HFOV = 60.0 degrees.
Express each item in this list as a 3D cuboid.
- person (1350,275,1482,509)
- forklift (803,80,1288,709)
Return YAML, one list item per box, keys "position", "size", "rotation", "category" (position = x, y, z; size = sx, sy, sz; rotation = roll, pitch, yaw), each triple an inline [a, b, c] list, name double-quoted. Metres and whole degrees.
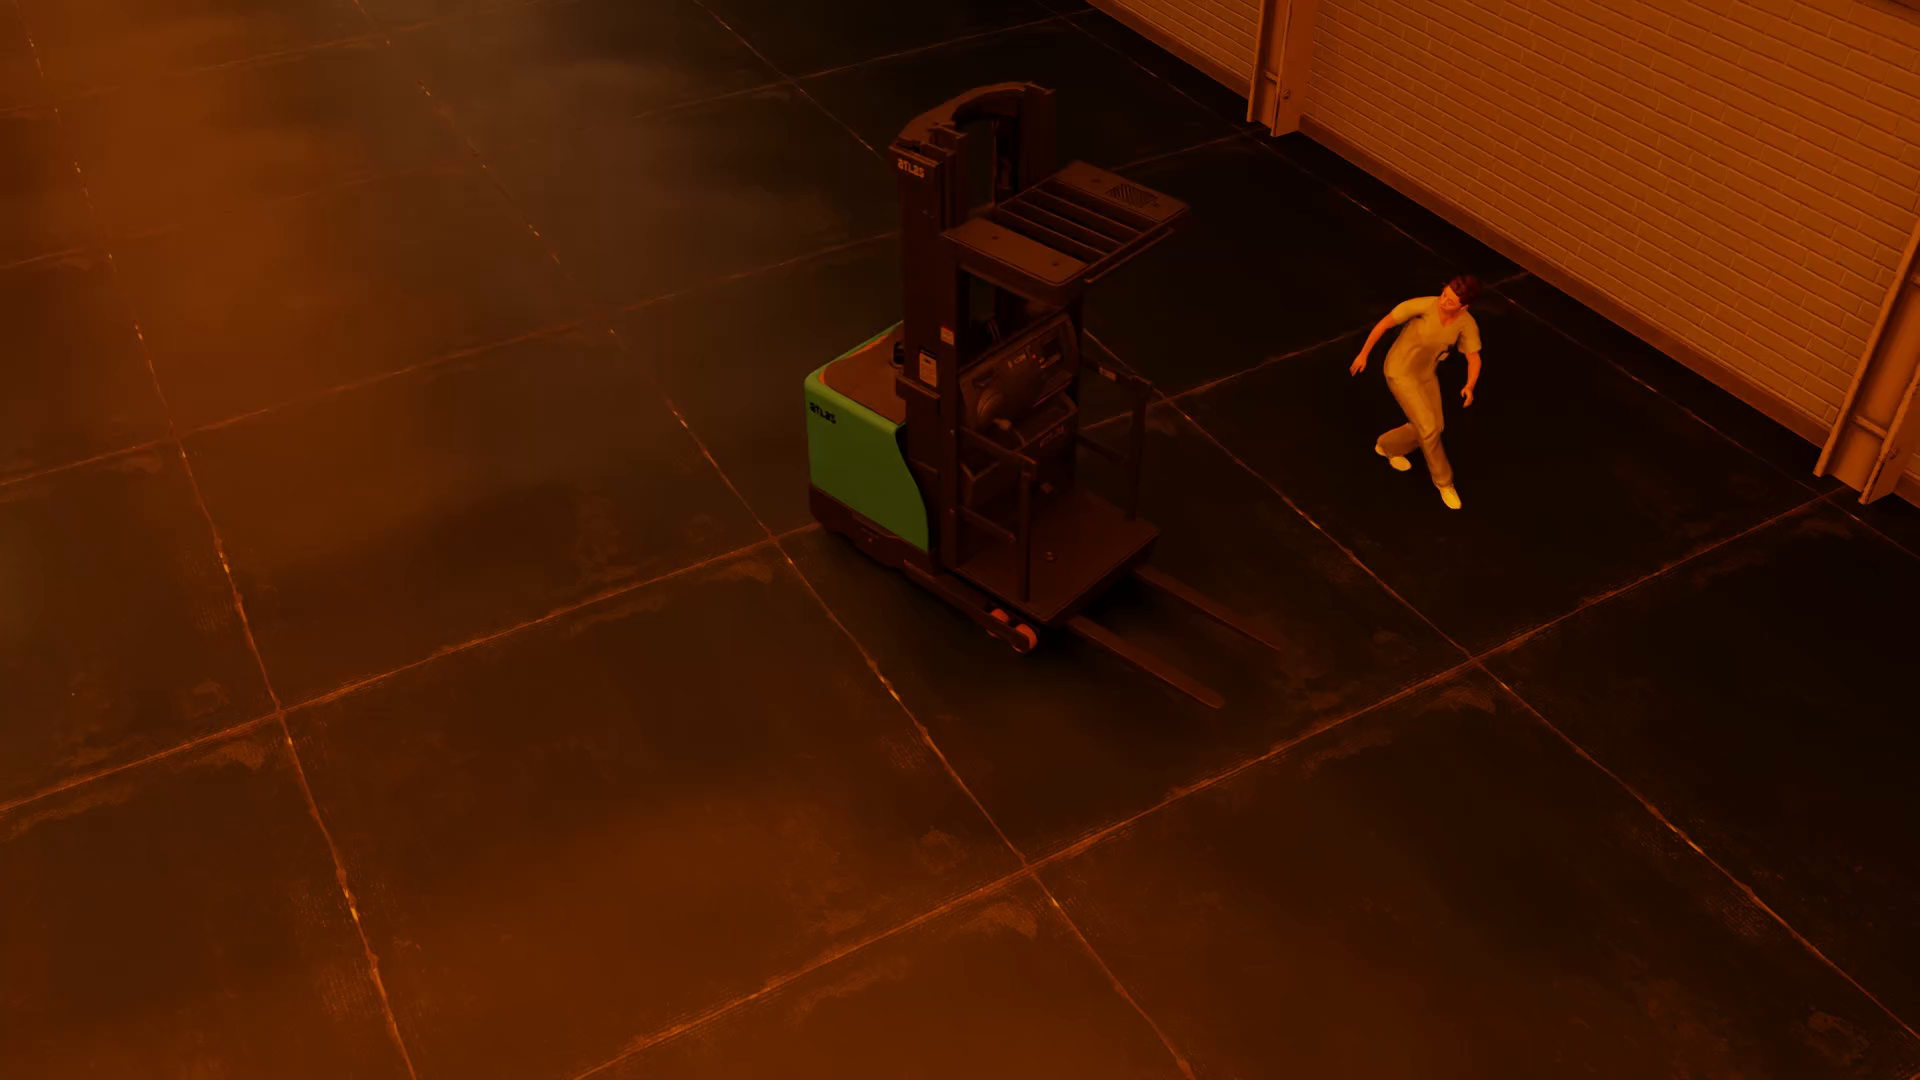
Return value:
- position: [2.855, -0.953, 10.296]
  size: [0.676, 1.519, 0.748]
  rotation: [-13, 41, -15]
  category: "person"
- position: [0.488, -0.860, 9.073]
  size: [3.031, 2.935, 1.130]
  rotation: [30, 48, 31]
  category: "forklift"
